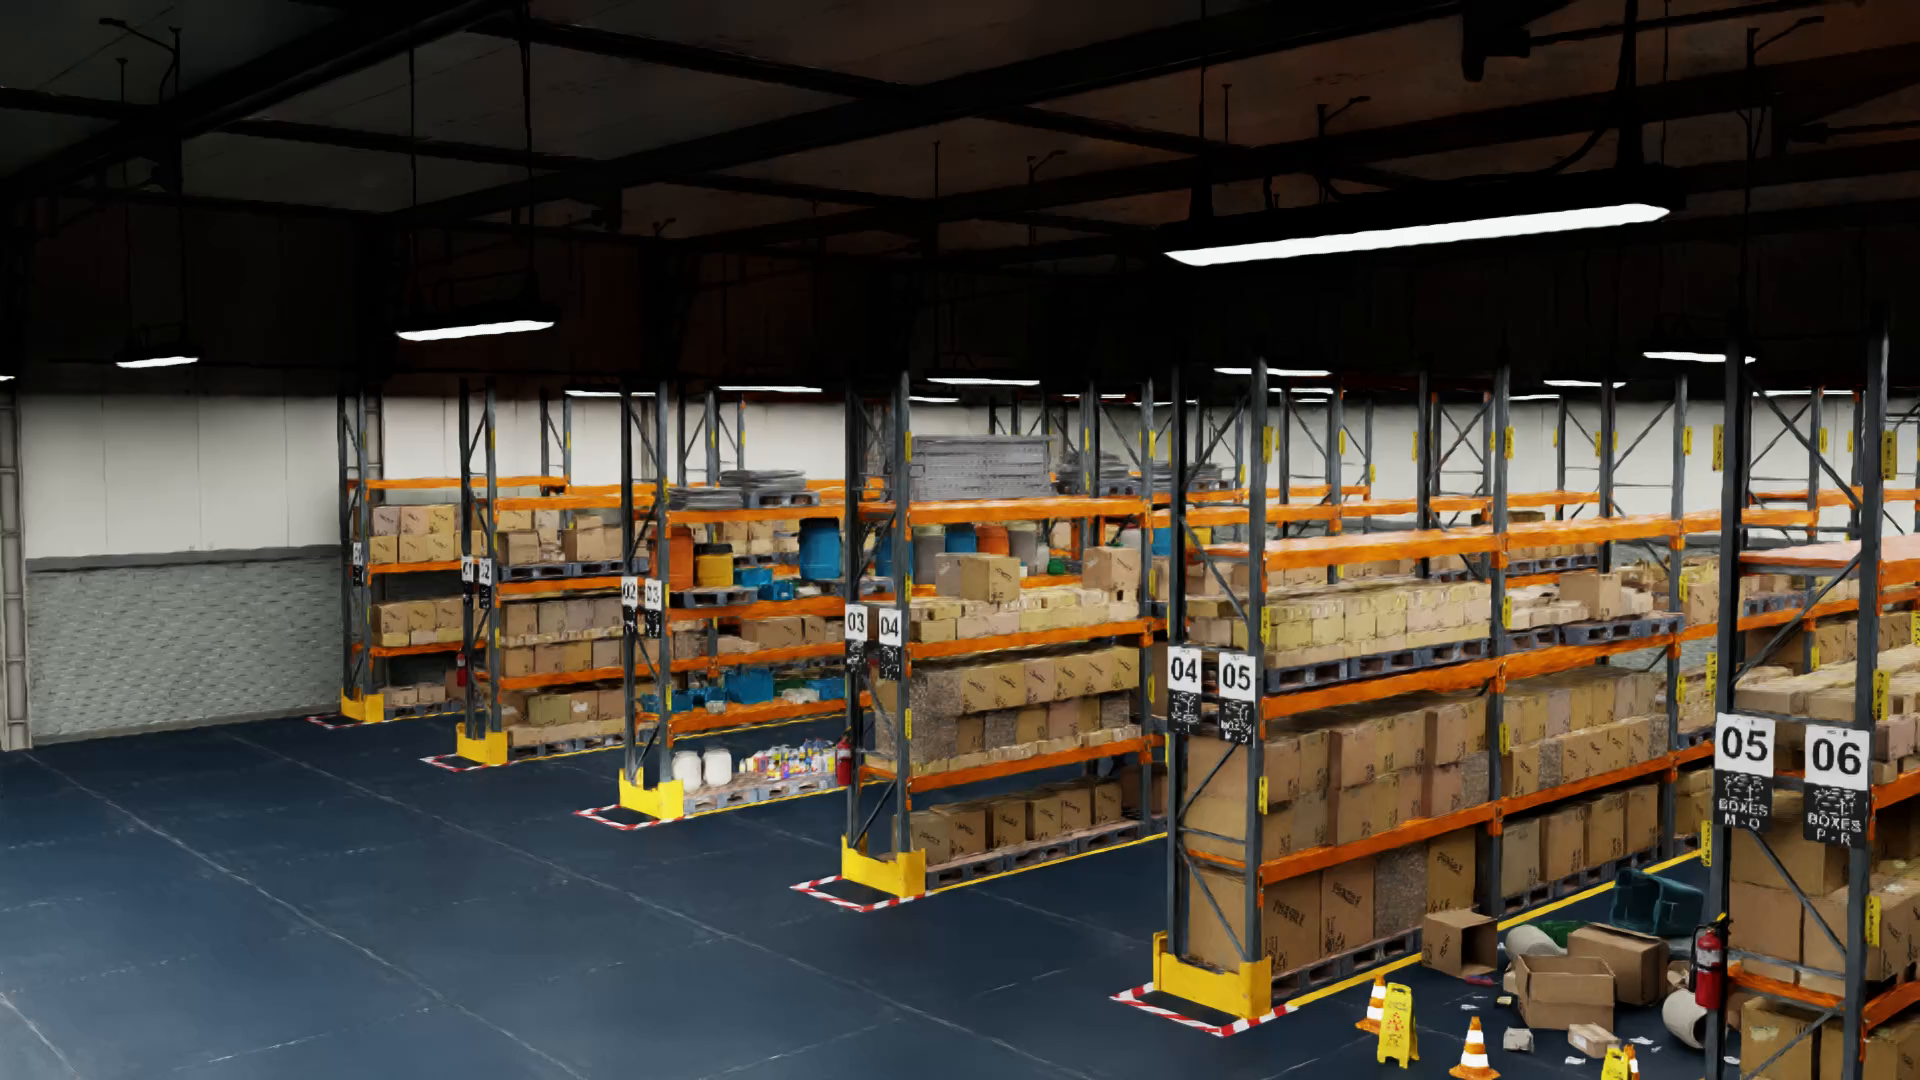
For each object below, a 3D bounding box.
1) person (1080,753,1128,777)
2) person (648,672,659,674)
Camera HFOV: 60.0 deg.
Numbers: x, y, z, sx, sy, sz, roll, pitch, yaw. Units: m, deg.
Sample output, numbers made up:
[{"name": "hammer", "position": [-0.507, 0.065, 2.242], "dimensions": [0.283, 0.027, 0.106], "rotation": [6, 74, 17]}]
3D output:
[{"name": "person", "position": [2.036, 2.778, 23.548], "dimensions": [1.033, 1.663, 0.539], "rotation": [-2, 4, -32]}, {"name": "person", "position": [-5.602, 2.356, 30.435], "dimensions": [1.110, 1.590, 0.446], "rotation": [-3, 5, -40]}]
